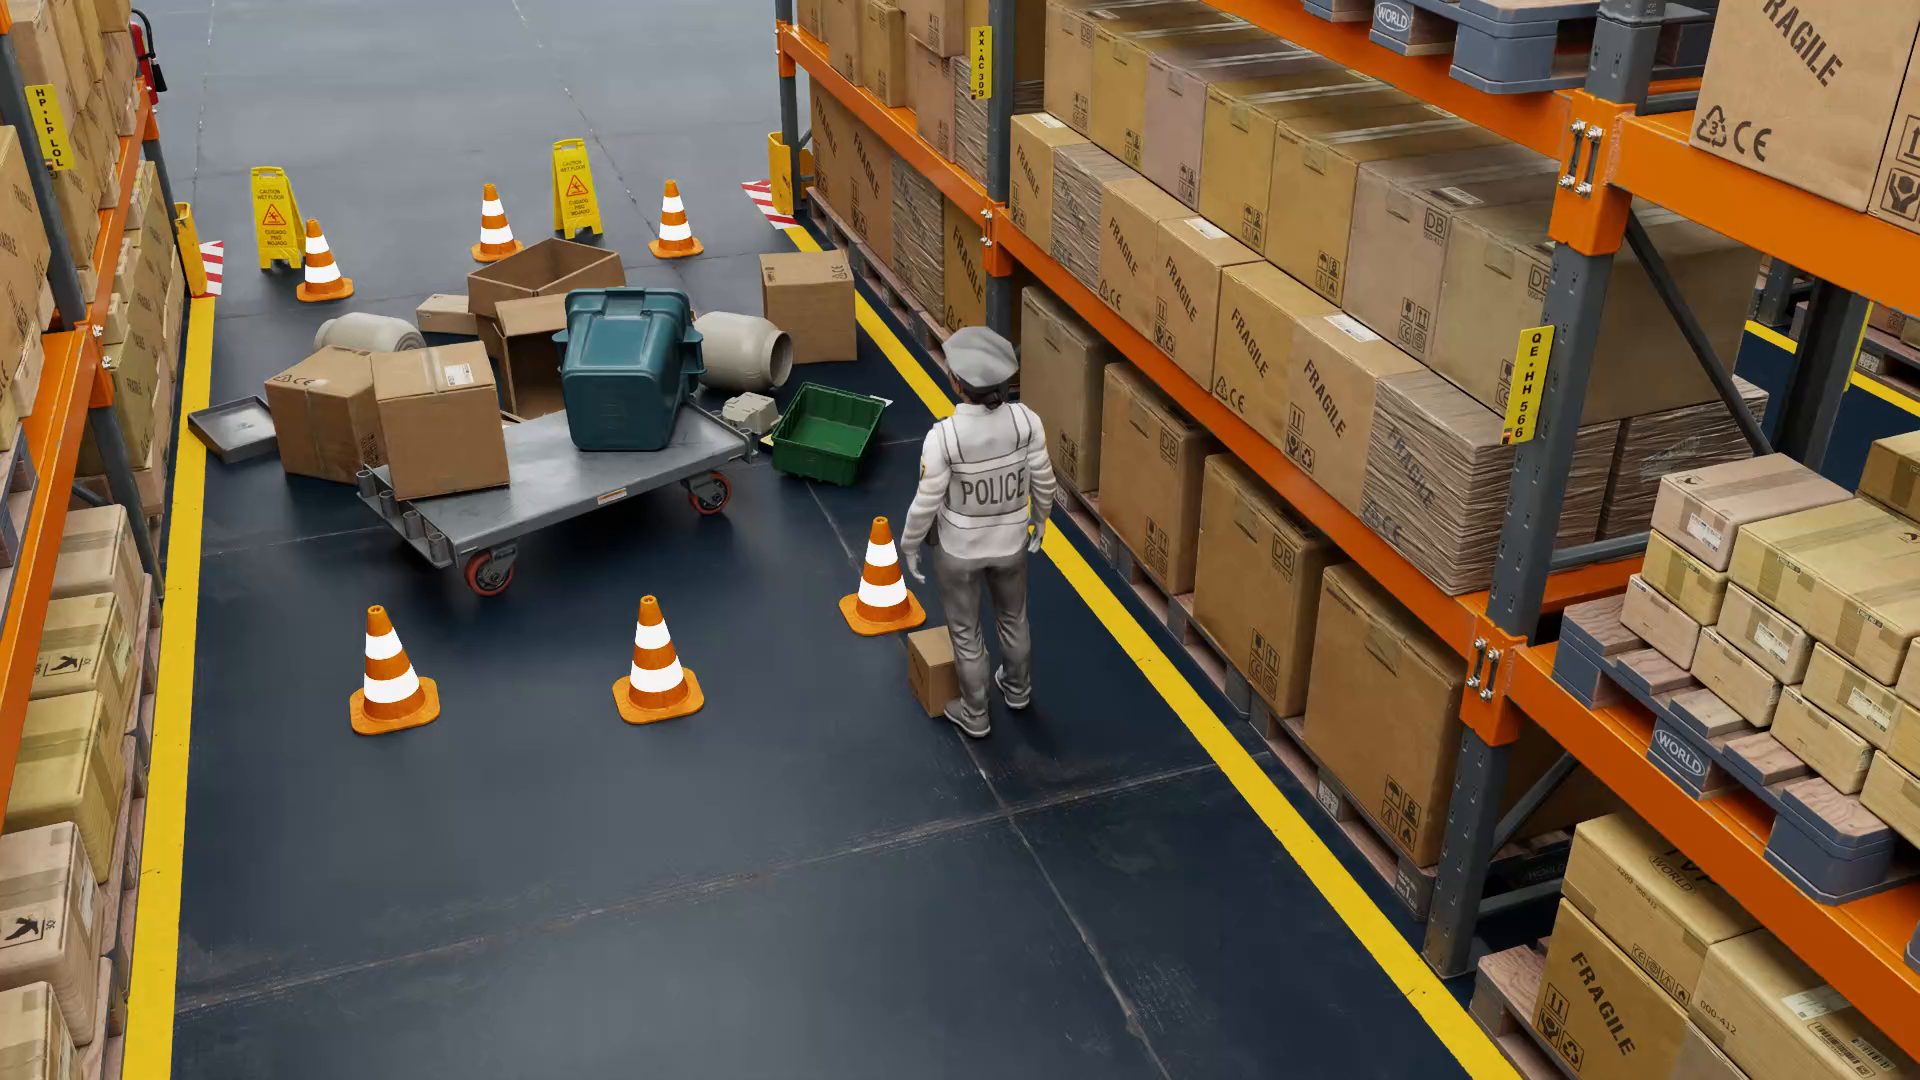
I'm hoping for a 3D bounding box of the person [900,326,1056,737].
[{"bbox_3d":[0.050,-0.024,6.119,0.588,1.696,0.532,-10,32,-17],"label":"person"}]
